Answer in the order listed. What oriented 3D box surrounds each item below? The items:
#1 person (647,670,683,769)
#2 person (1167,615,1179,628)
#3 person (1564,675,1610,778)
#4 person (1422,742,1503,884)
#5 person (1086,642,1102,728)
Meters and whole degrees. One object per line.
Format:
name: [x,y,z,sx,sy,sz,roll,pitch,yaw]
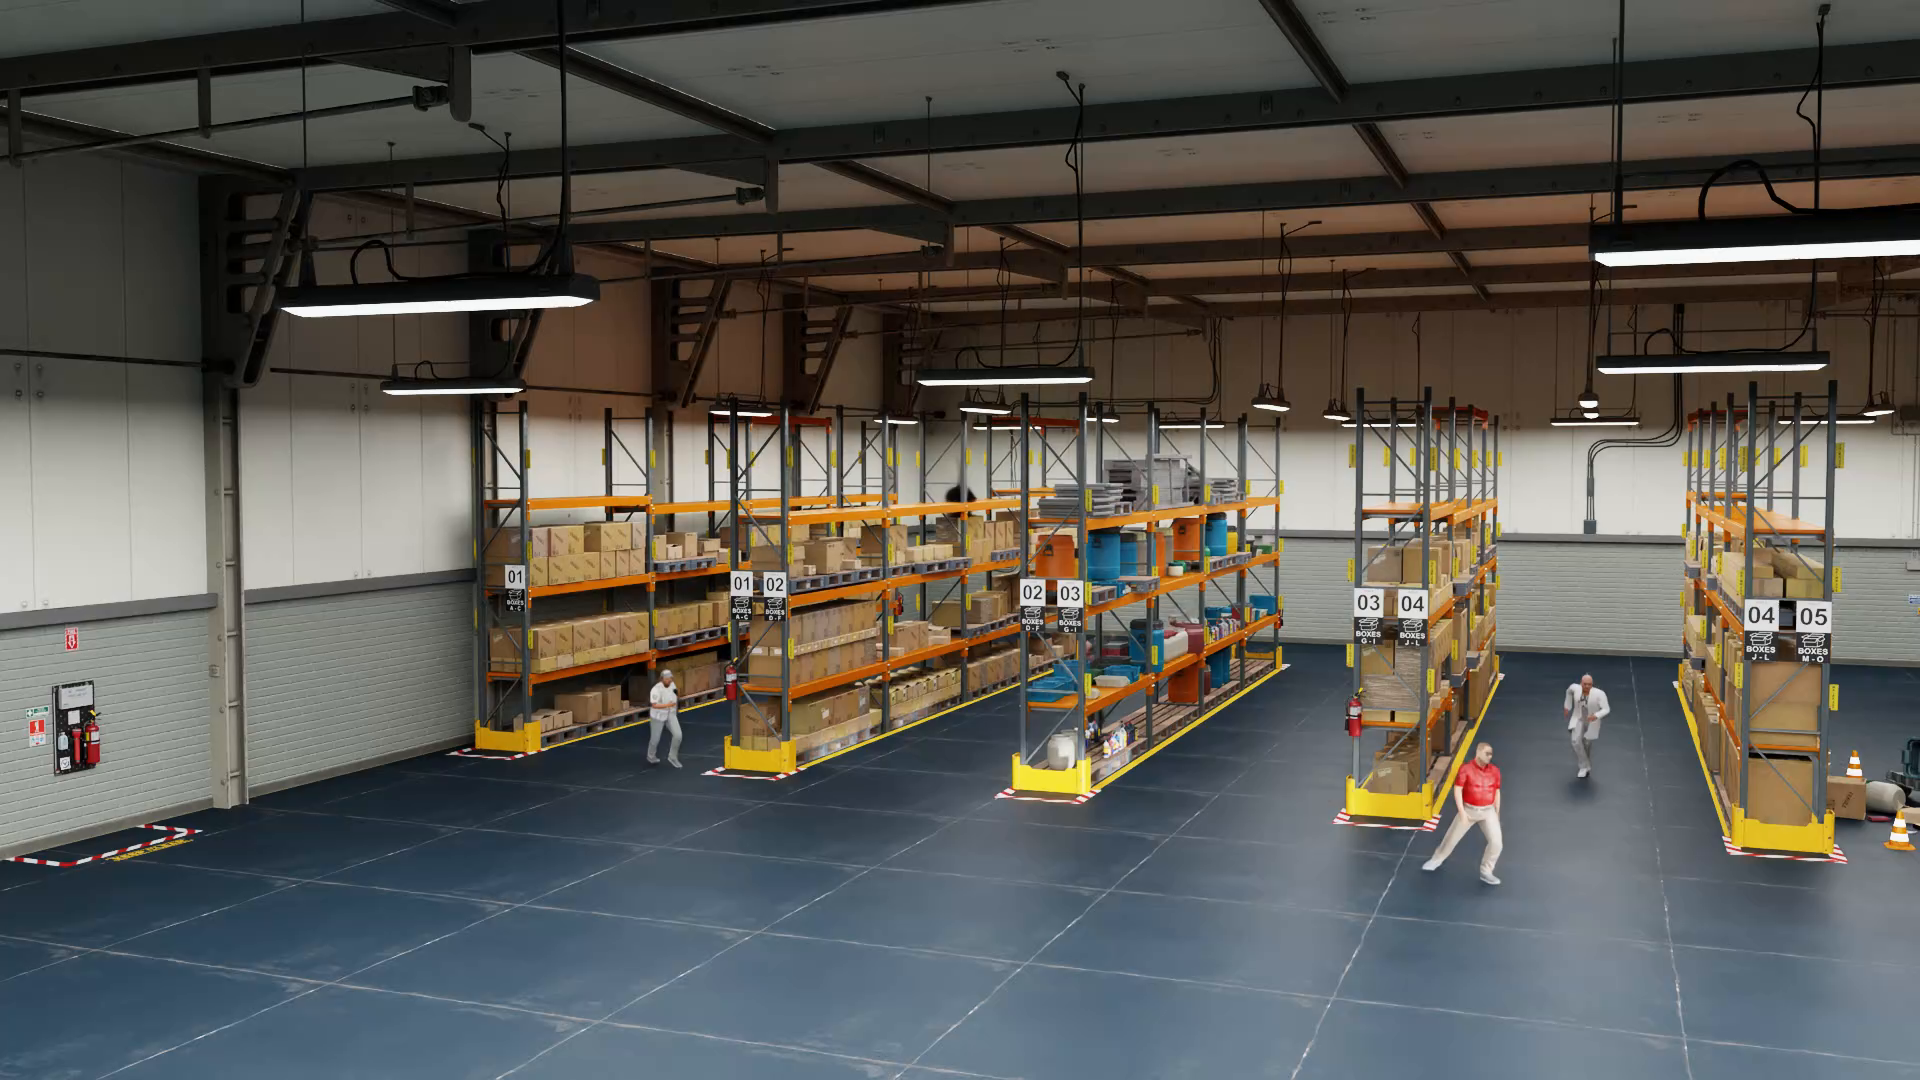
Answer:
person: [-4.804,2.883,26.900,0.533,1.617,0.926,-2,3,-34]
person: [5.131,2.421,38.552,0.596,1.449,1.098,3,4,44]
person: [9.912,2.894,26.305,0.712,1.618,1.118,1,3,25]
person: [5.978,3.206,19.768,0.839,1.653,0.721,0,3,-3]
person: [2.348,2.699,30.692,0.547,1.684,0.992,0,3,-6]
